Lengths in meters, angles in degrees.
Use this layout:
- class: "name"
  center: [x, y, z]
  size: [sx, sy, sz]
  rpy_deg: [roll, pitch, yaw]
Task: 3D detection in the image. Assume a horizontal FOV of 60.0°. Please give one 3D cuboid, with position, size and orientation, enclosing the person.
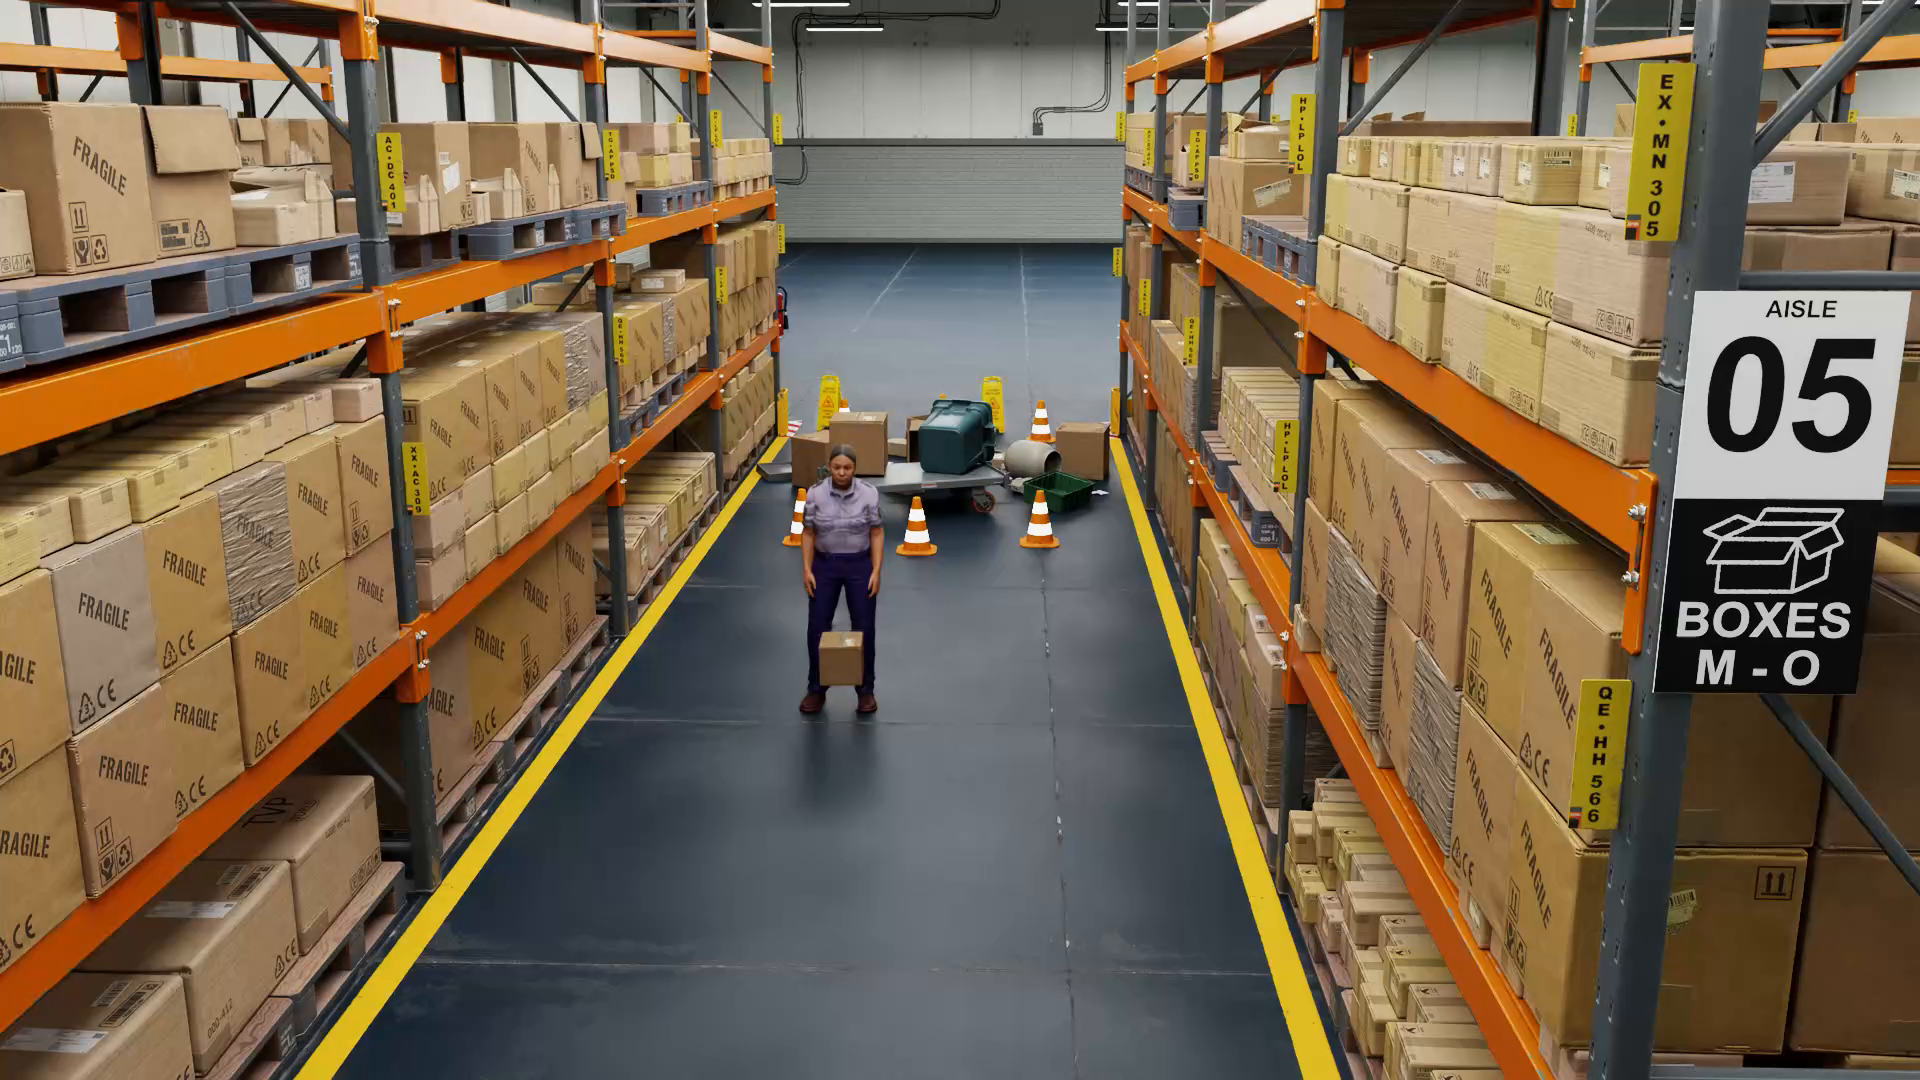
- class: "person"
  center: [-0.723, 0.219, 10.136]
  size: [0.530, 1.654, 0.372]
  rpy_deg: [0, 14, 0]
